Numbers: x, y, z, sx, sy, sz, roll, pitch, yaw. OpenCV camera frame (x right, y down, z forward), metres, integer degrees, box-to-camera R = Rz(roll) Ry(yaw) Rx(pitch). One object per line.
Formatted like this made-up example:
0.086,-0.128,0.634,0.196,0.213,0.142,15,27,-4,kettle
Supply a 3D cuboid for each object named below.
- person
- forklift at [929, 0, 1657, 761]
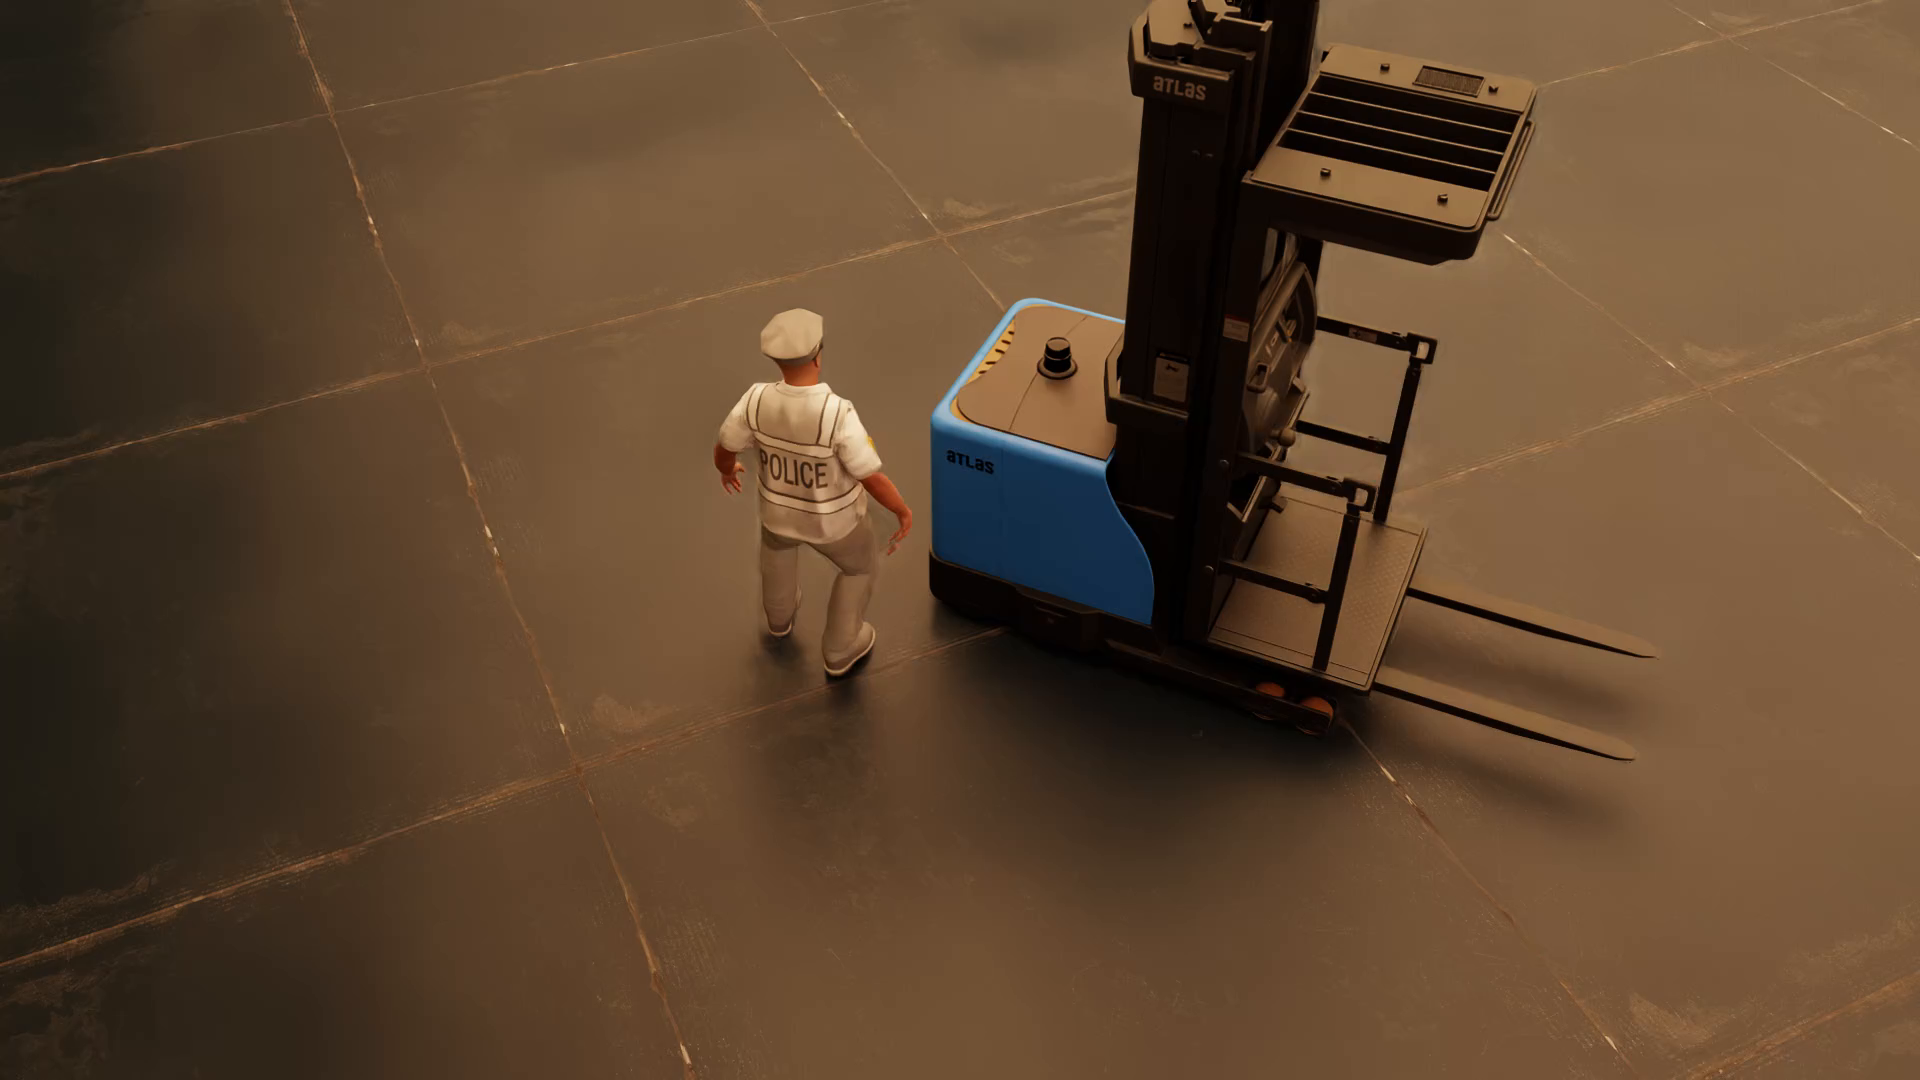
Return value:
-0.585,-0.187,6.777,0.839,1.704,0.499,14,45,14,person
1.423,-0.674,6.402,3.031,2.935,1.130,17,46,18,forklift
